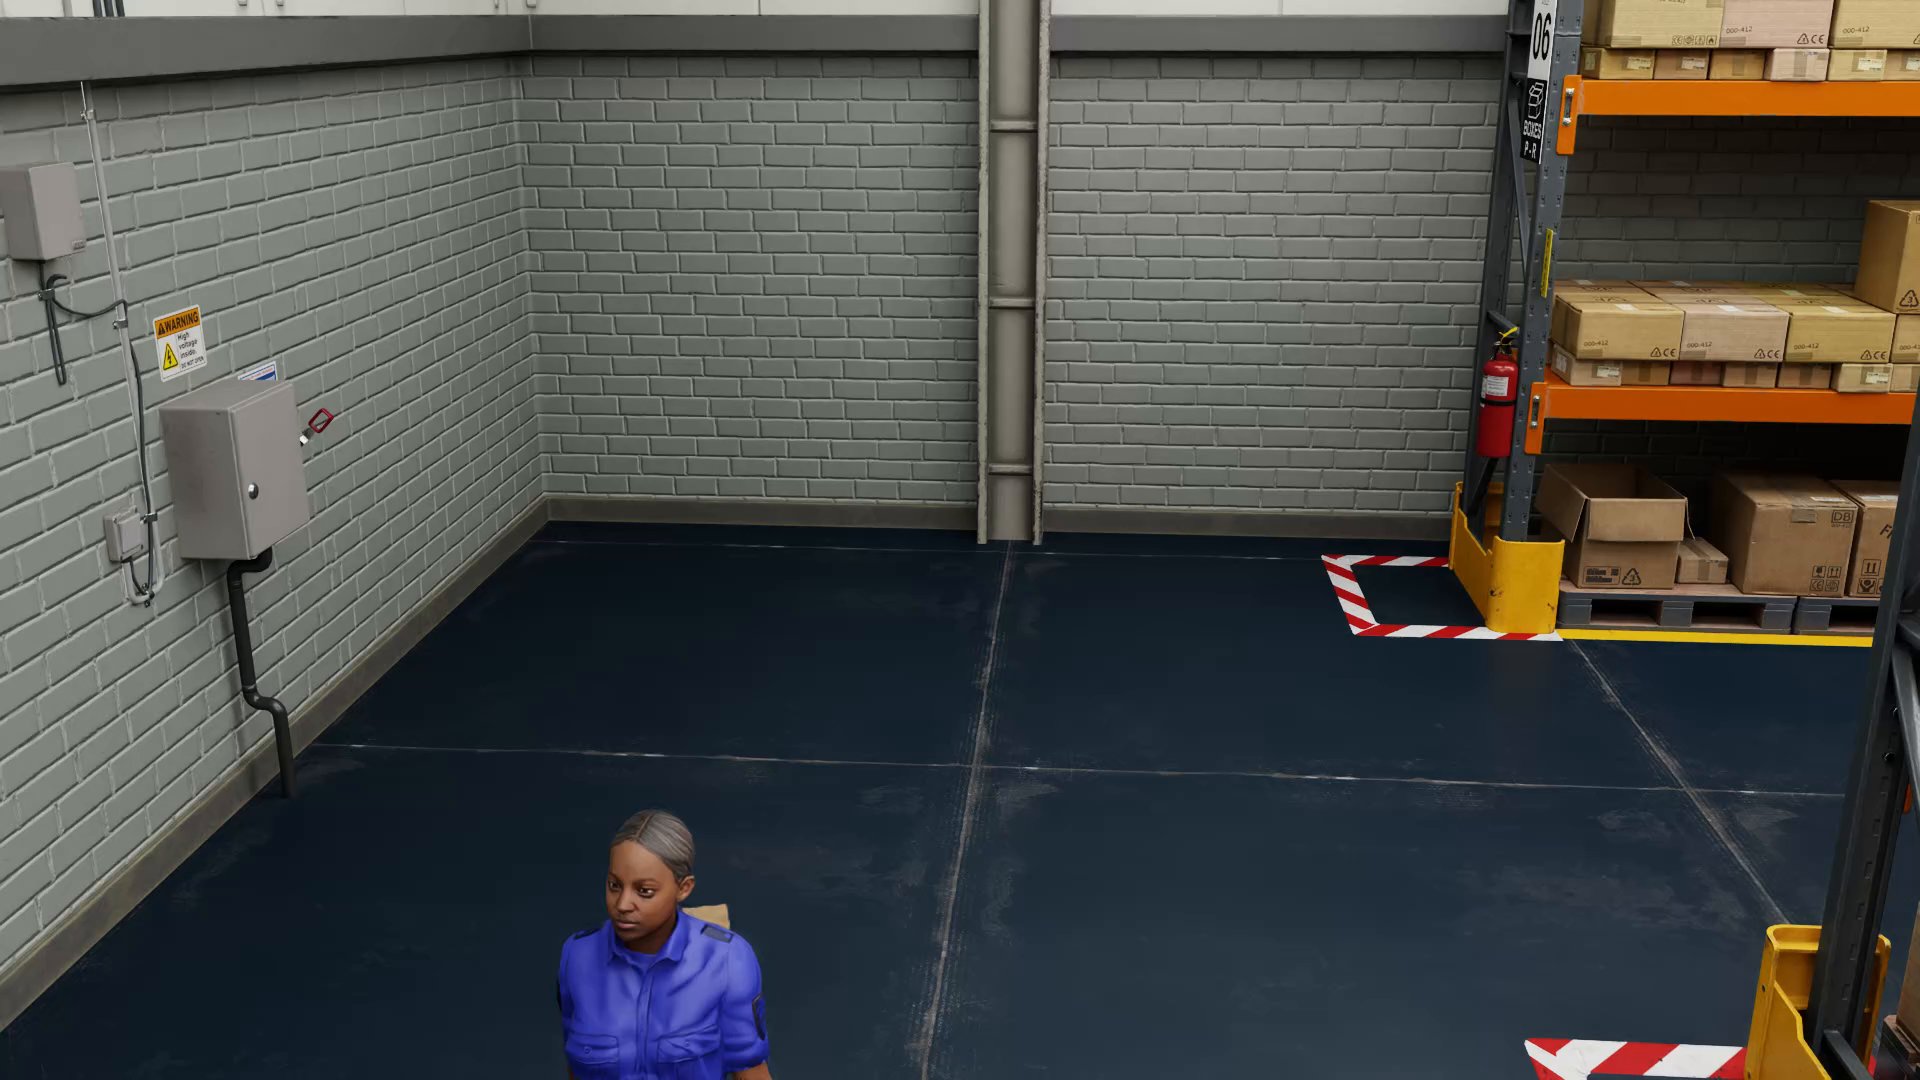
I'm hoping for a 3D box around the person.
[{"bbox_3d":[-0.593,1.319,3.372,0.450,1.588,1.002,0,18,-1],"label":"person"}]
